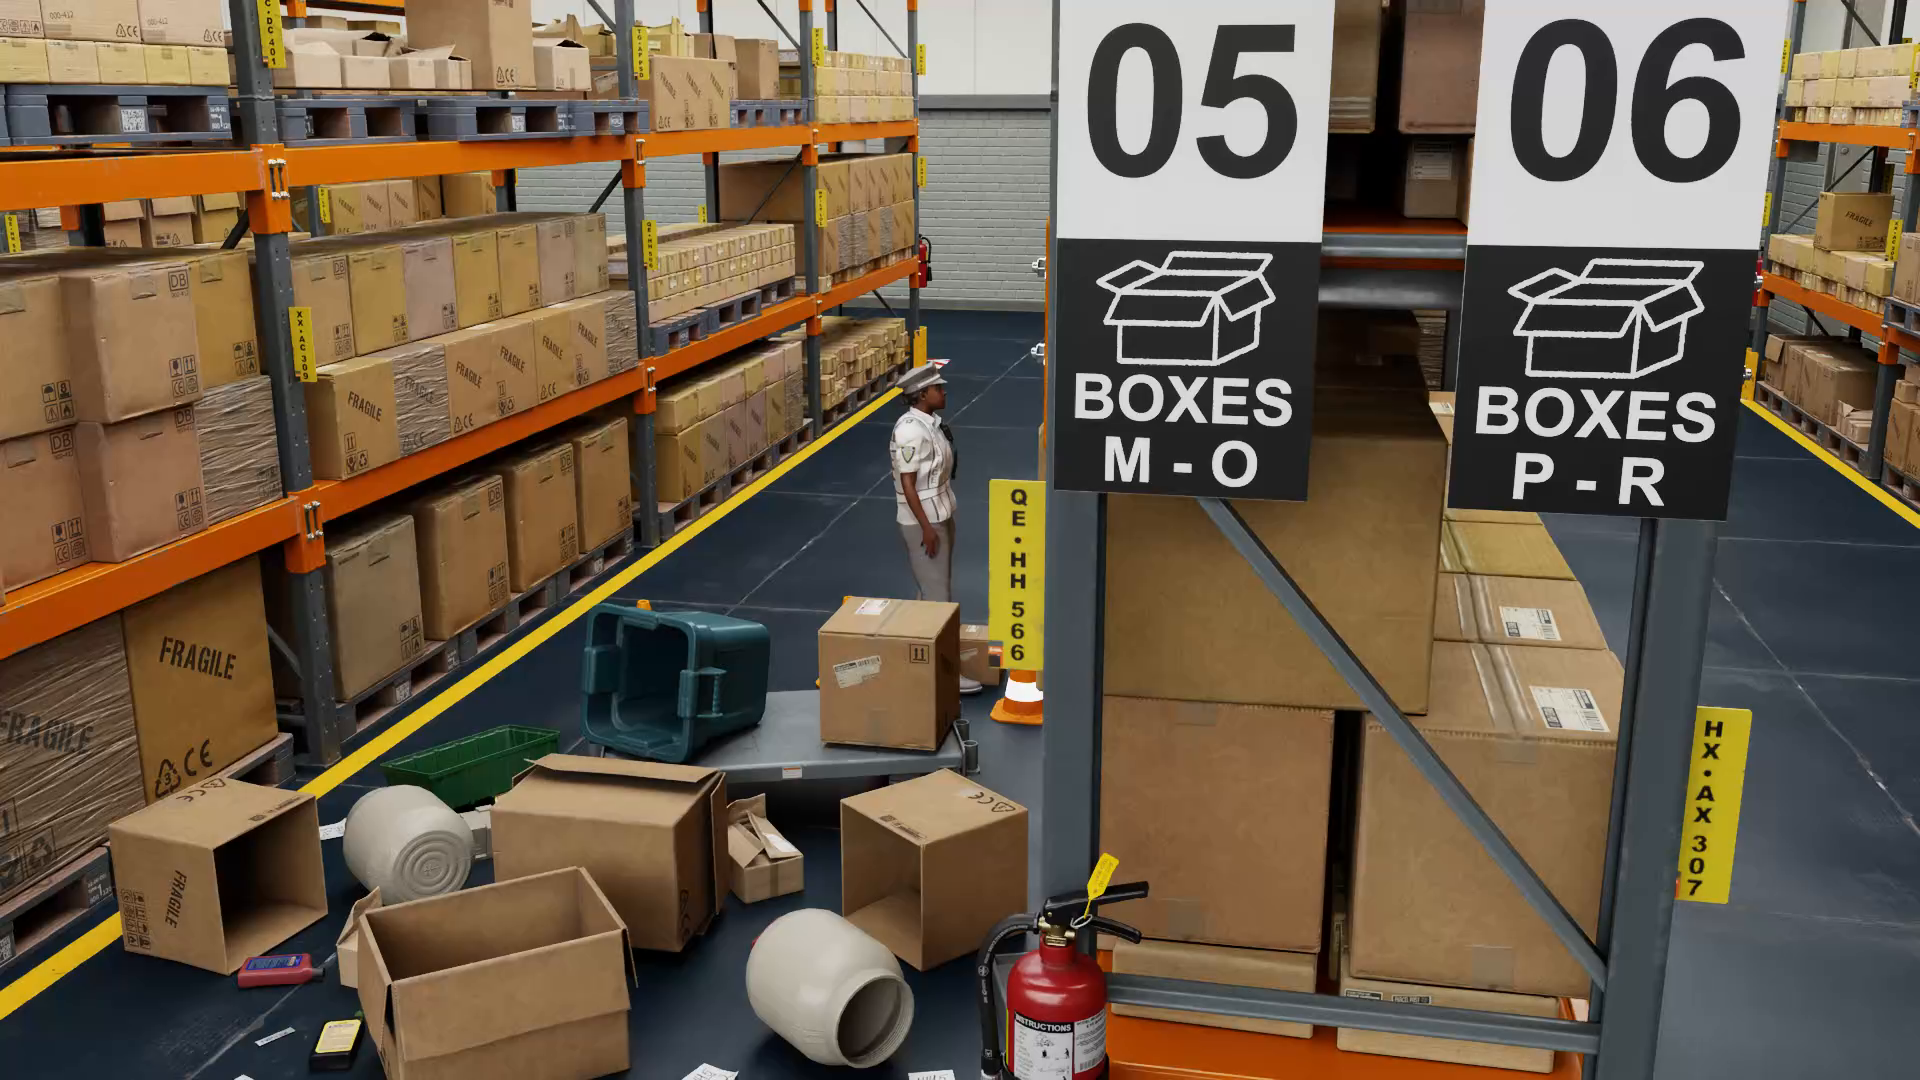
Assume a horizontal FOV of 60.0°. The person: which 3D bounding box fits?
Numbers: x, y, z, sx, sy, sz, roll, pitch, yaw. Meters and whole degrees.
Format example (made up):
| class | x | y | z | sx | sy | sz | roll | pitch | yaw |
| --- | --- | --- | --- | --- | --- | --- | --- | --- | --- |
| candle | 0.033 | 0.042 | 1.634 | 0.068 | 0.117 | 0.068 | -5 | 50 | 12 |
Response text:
| class | x | y | z | sx | sy | sz | roll | pitch | yaw |
| --- | --- | --- | --- | --- | --- | --- | --- | --- | --- |
| person | -0.098 | -0.092 | 8.758 | 0.528 | 1.697 | 0.570 | 3 | 15 | 11 |
